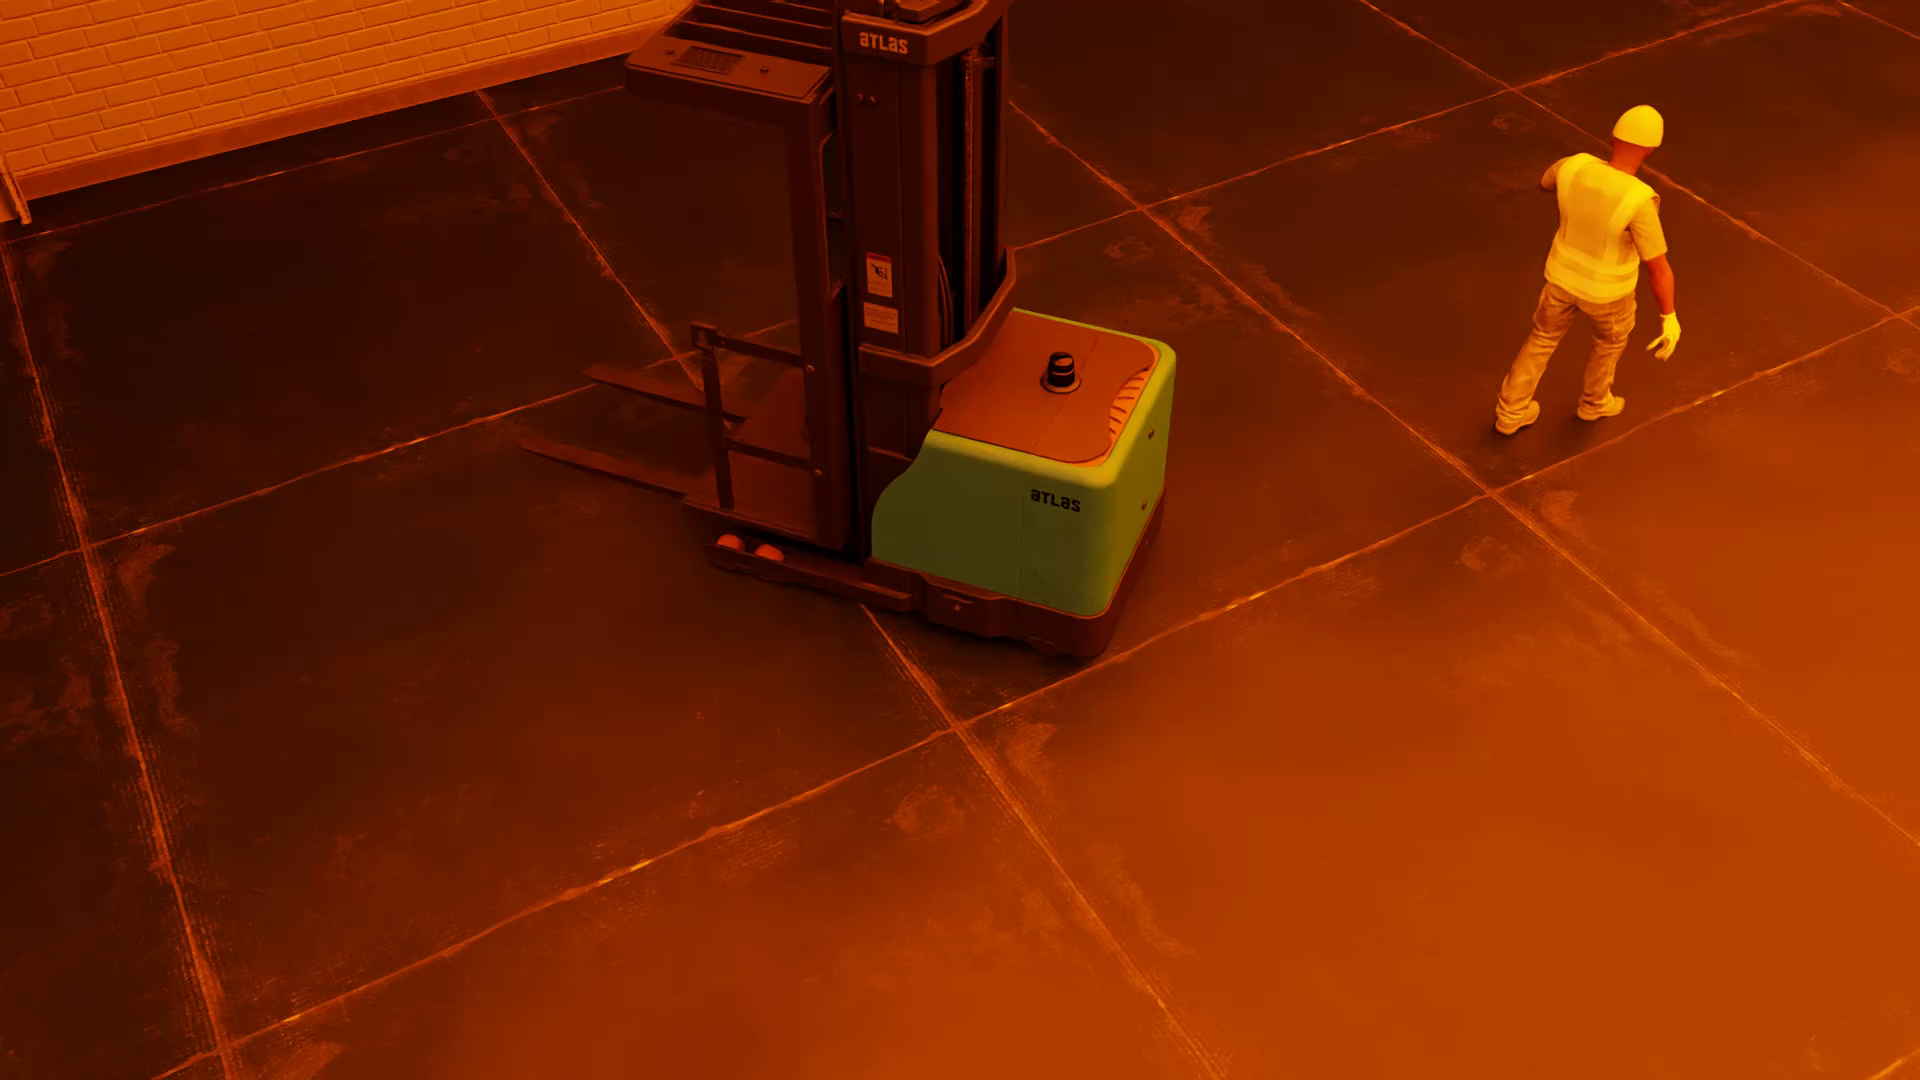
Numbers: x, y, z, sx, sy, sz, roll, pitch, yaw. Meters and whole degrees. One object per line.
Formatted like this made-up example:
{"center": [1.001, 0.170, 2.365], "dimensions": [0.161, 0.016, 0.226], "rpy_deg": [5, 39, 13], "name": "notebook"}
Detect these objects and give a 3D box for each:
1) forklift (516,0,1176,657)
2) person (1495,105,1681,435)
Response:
{"center": [-0.618, -1.205, 6.997], "dimensions": [3.031, 2.935, 1.130], "rpy_deg": [15, 45, 16], "name": "forklift"}
{"center": [3.090, -1.258, 7.935], "dimensions": [0.731, 1.763, 1.029], "rpy_deg": [-29, 50, -28], "name": "person"}
